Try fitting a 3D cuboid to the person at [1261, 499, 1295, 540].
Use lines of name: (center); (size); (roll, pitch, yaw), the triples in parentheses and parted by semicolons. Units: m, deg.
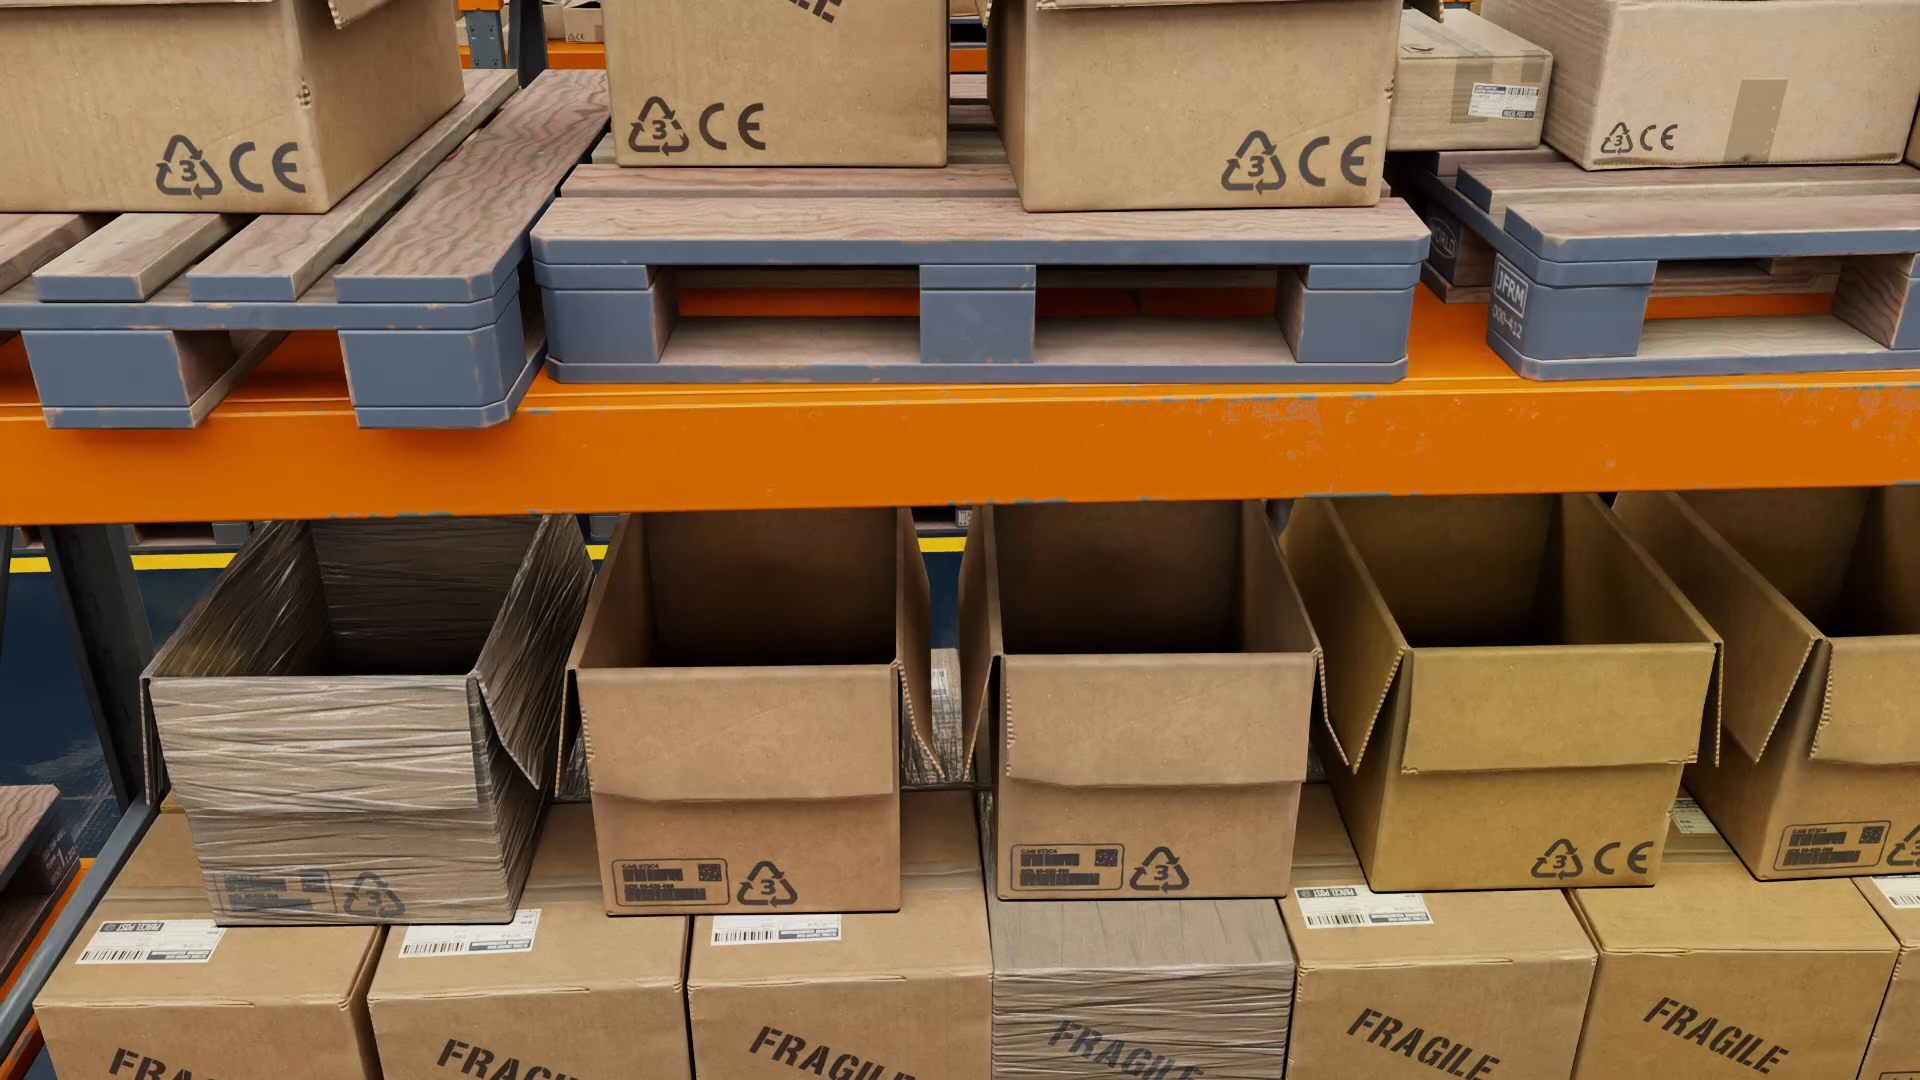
person: (1.171, 0.066, 5.993); (0.911, 1.626, 0.444); (6, 28, 11)
